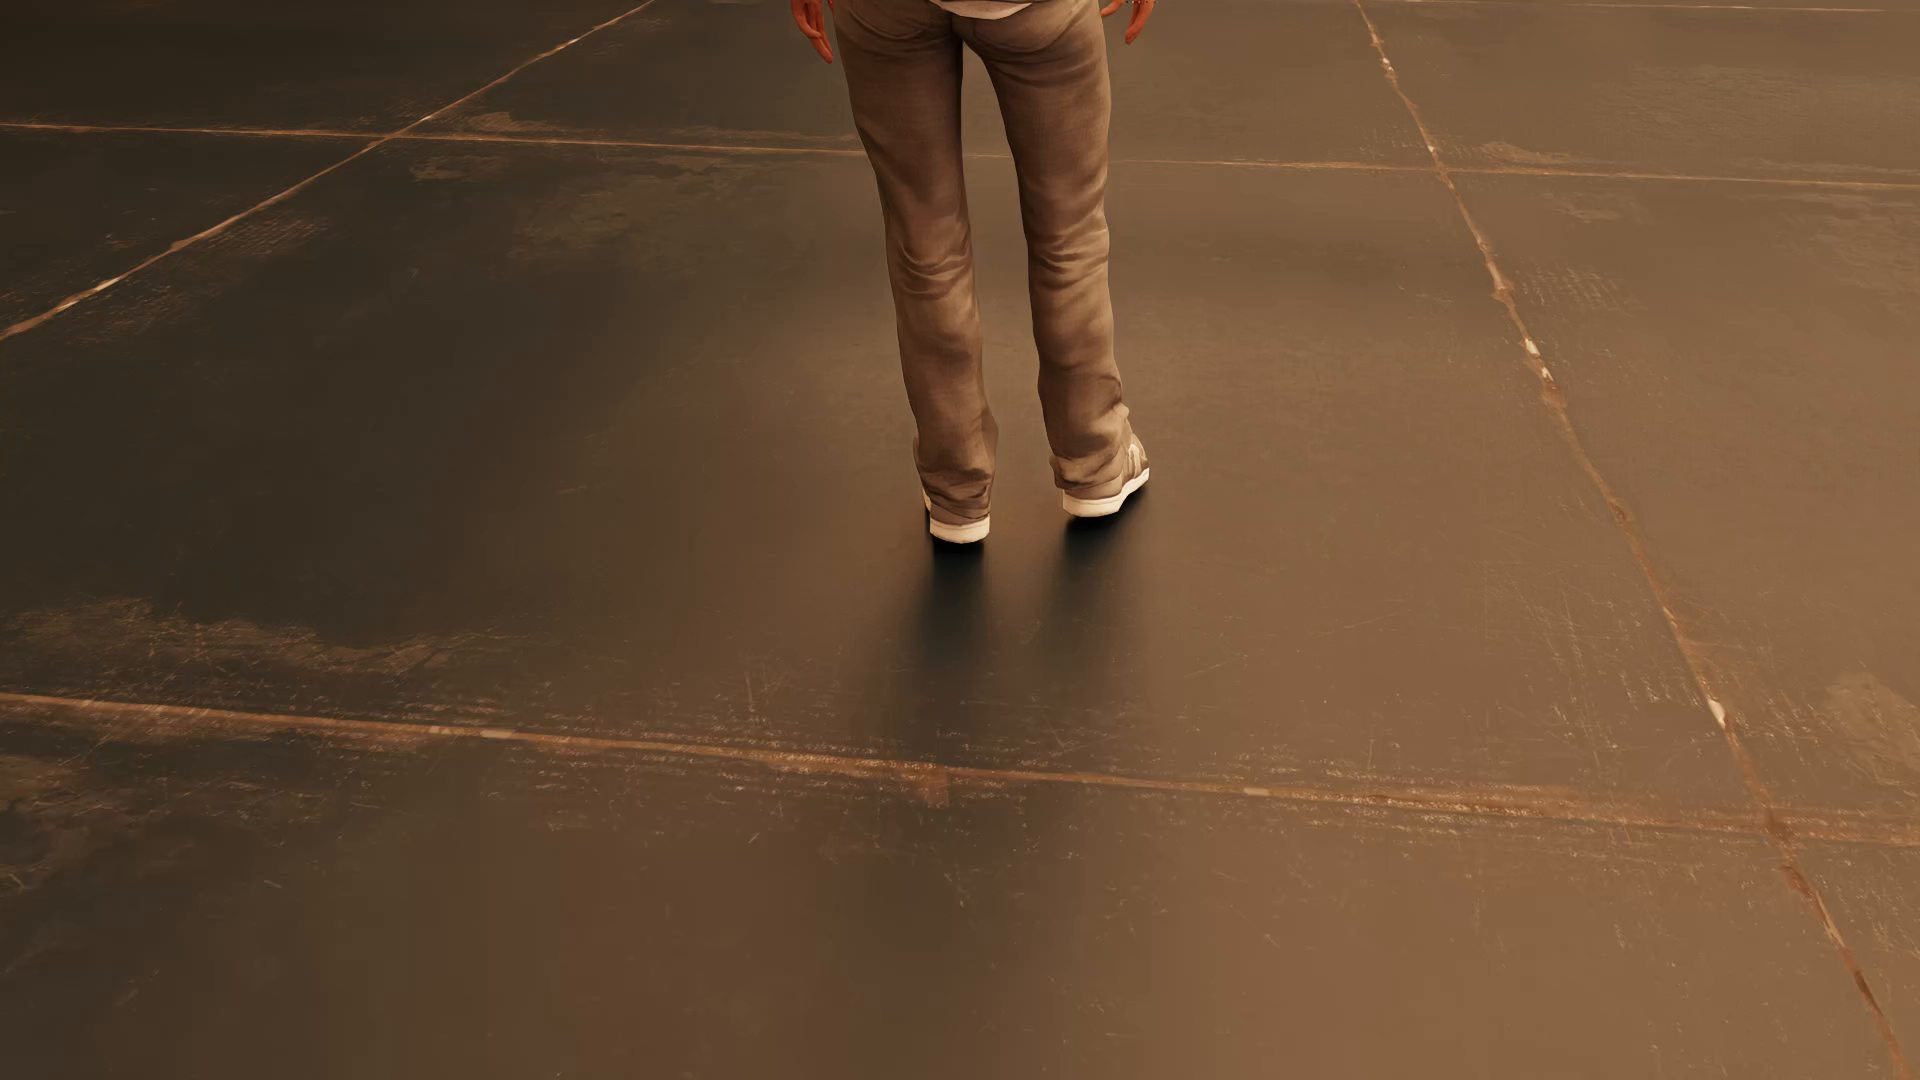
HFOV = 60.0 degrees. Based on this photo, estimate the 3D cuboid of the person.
[{"bbox_3d":[0.024,-0.754,2.205,0.520,1.599,0.473,3,27,7],"label":"person"}]
